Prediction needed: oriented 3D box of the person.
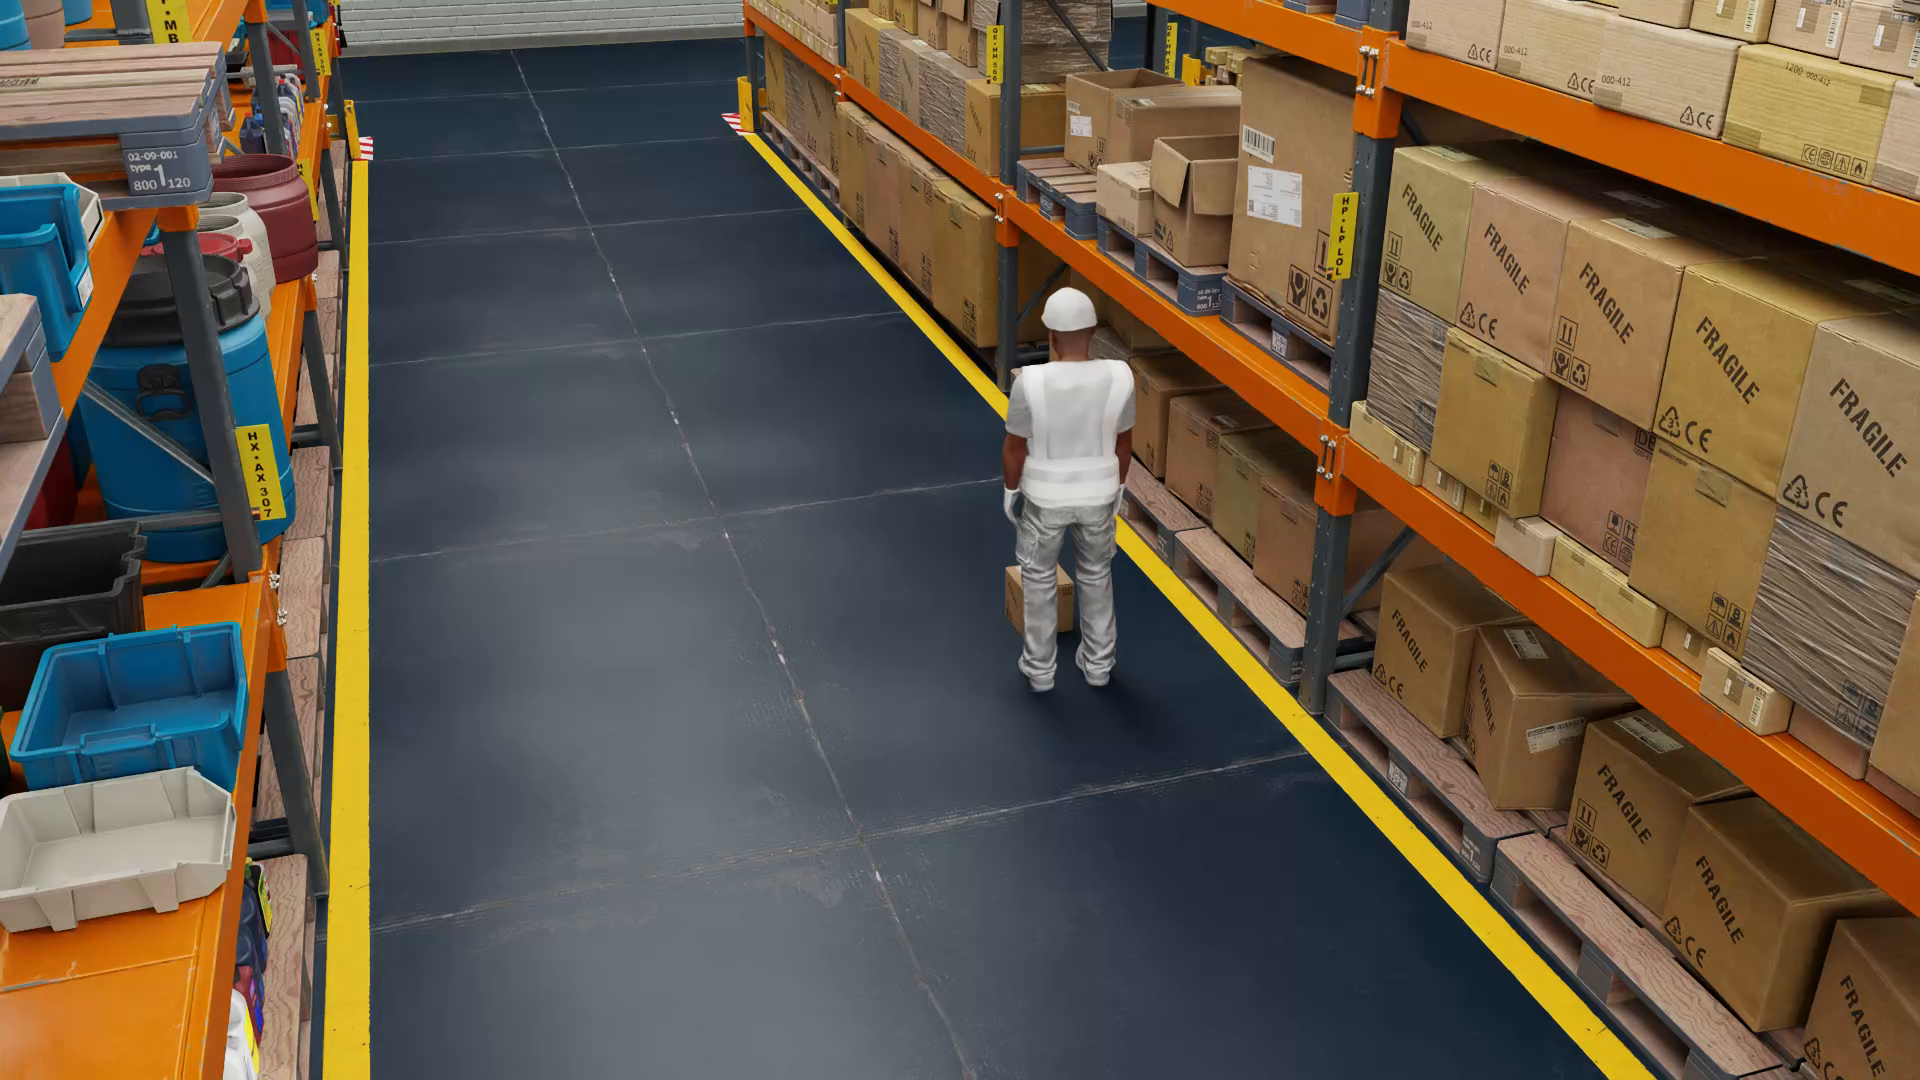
[{"bbox_3d":[0.445,-0.196,6.996,0.548,1.776,0.359,-4,26,-8],"label":"person"}]
